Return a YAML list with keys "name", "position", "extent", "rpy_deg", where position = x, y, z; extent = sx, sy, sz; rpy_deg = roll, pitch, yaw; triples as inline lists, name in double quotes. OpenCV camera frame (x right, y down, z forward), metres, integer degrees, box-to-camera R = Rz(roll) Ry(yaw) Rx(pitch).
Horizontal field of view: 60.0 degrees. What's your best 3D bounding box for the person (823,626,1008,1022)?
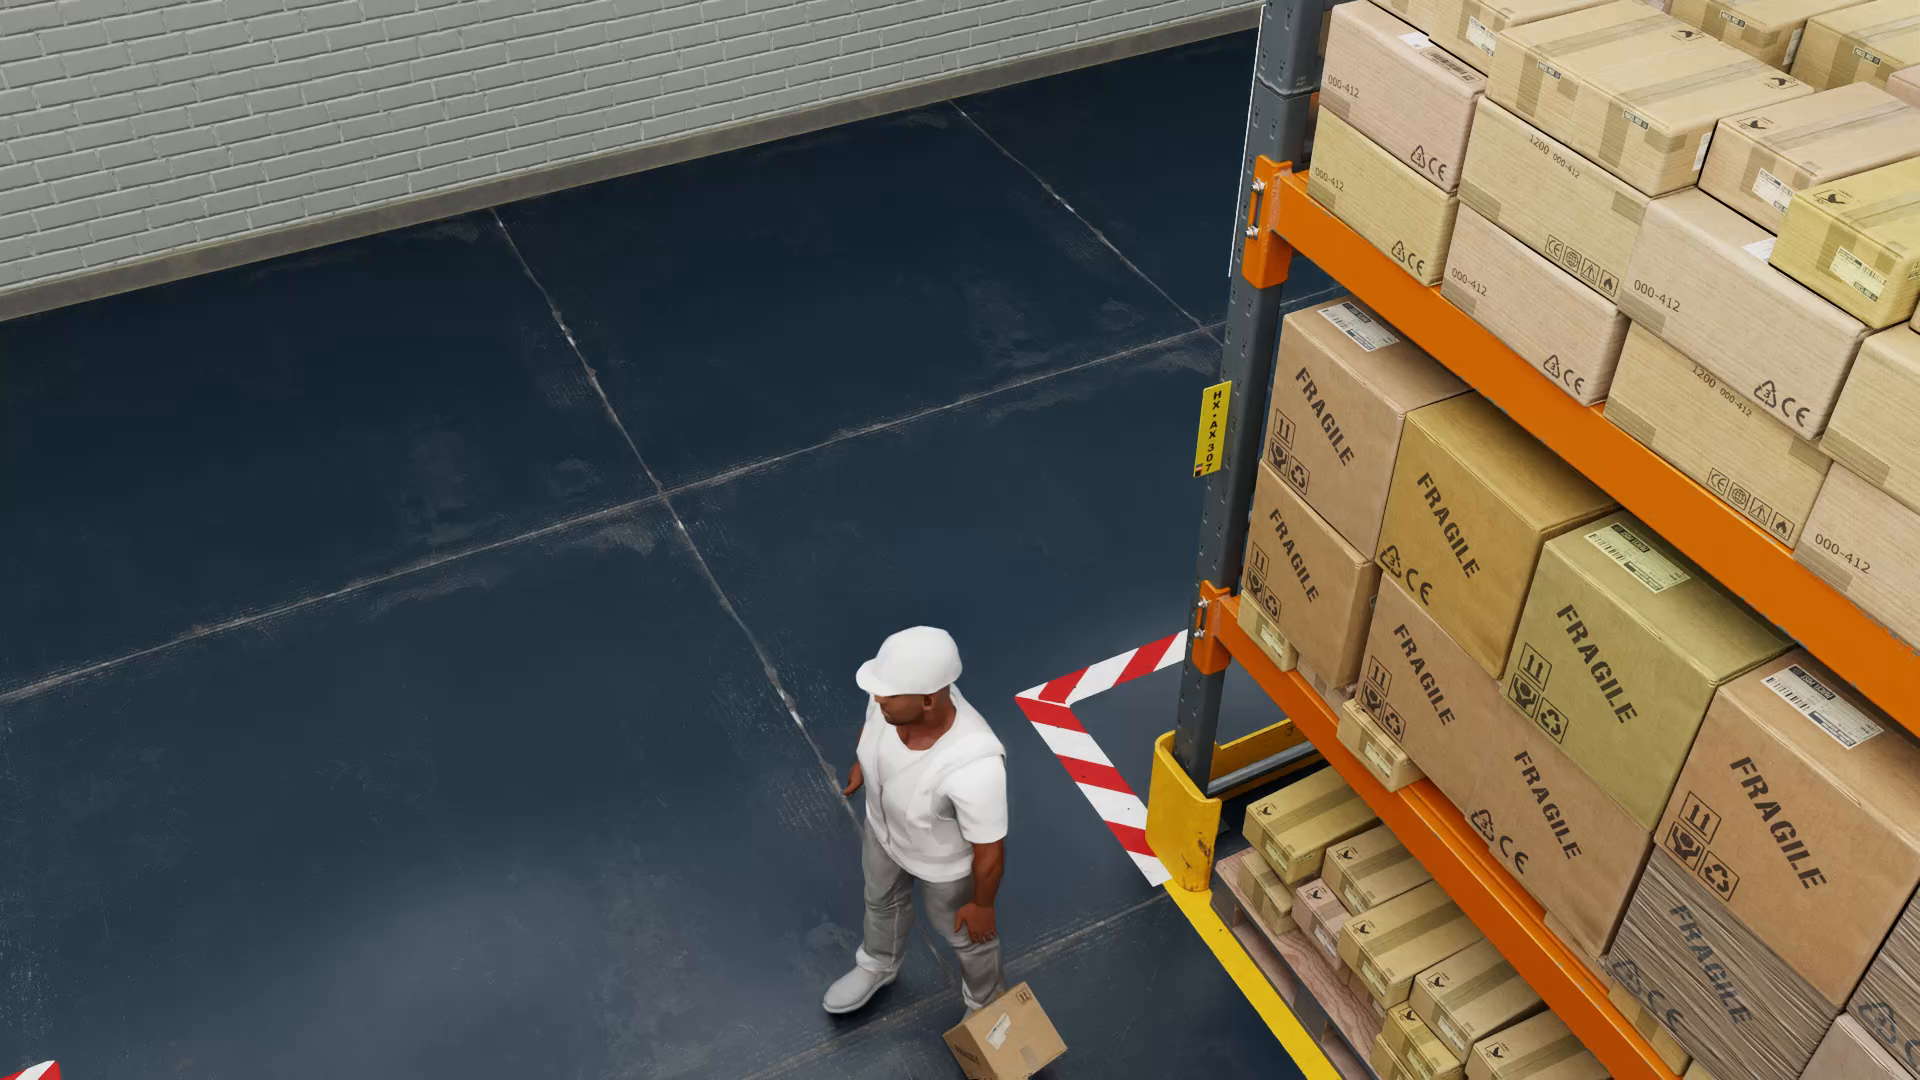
- name: "person"
  position: [-0.158, 0.908, 5.052]
  extent: [0.527, 1.765, 0.743]
  rpy_deg: [-28, 48, -28]
